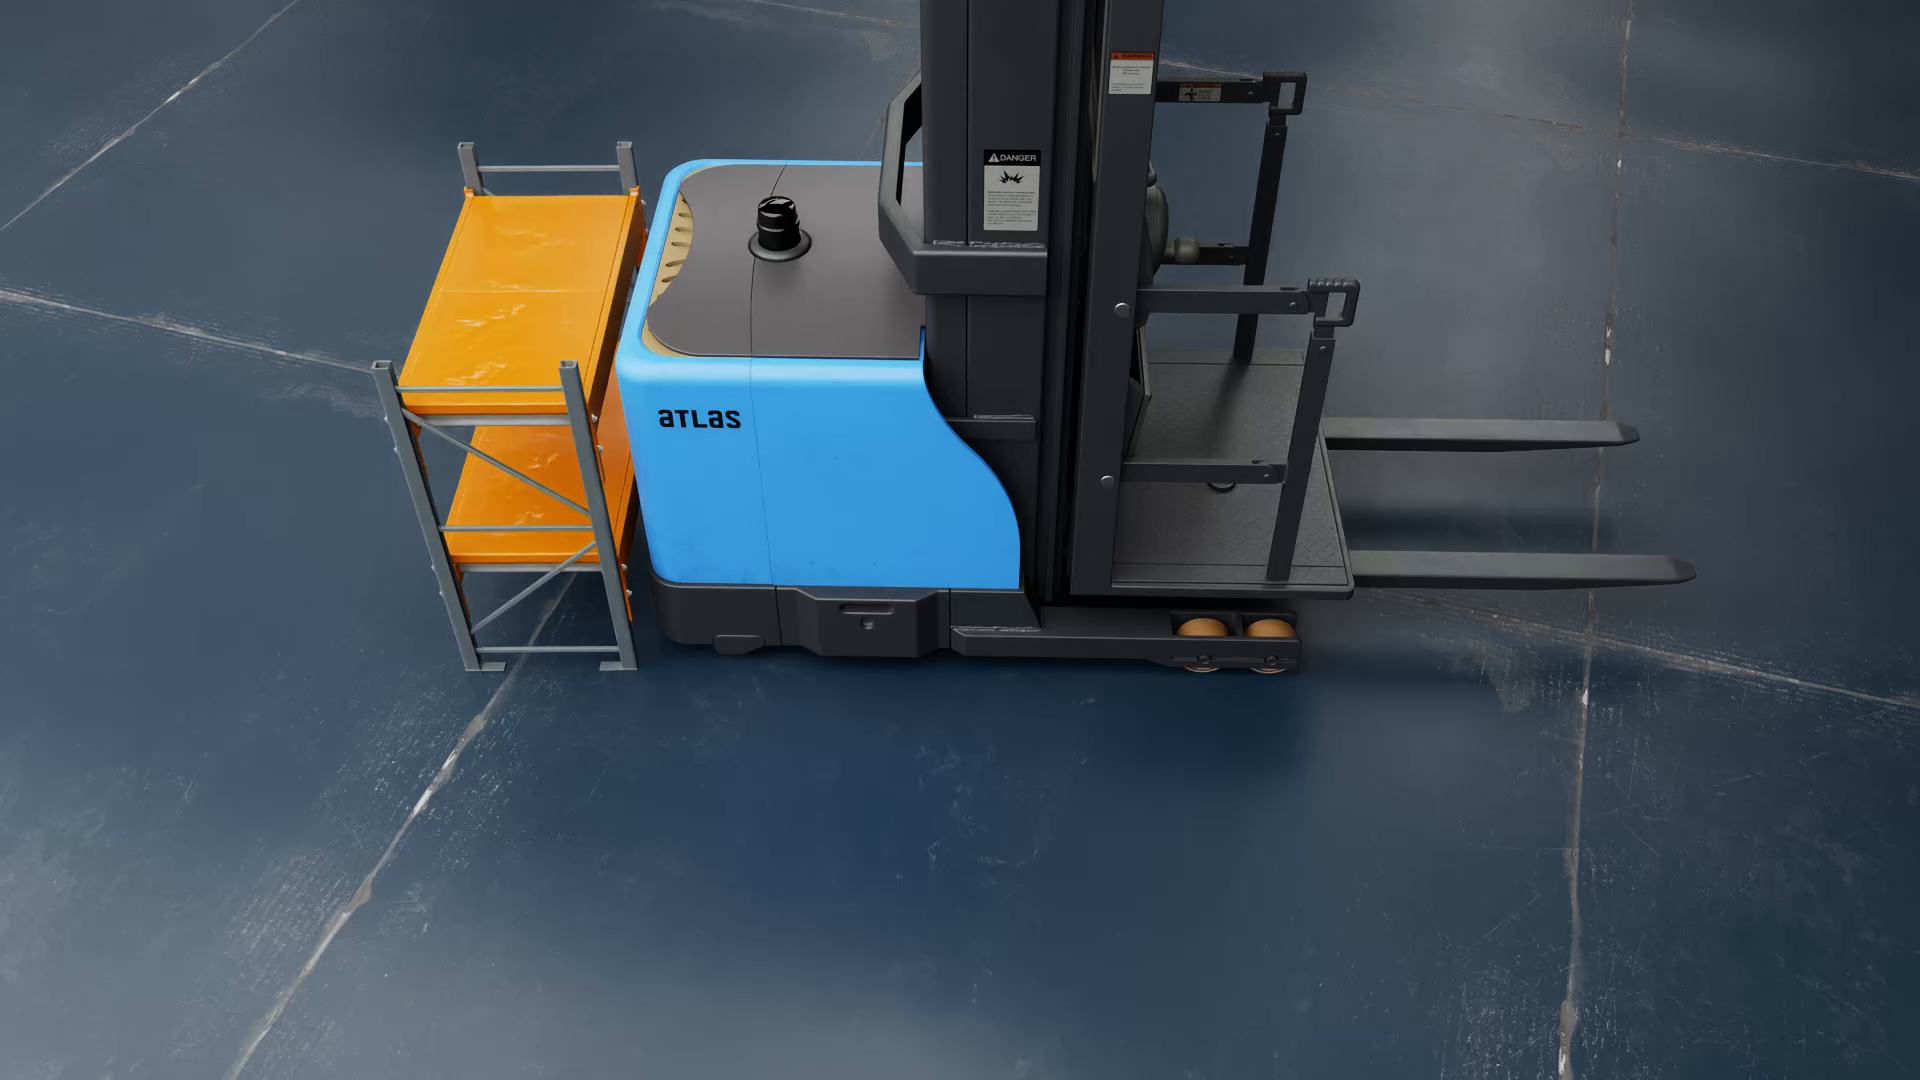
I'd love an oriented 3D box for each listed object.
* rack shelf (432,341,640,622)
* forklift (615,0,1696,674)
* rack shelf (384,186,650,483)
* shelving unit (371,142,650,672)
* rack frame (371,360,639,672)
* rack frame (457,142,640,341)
[{"bbox_3d":[-1.196,-0.210,5.010,0.538,0.278,1.000,0,44,0],"label":"rack shelf"},{"bbox_3d":[0.630,-1.037,4.215,3.031,2.935,1.130,1,44,1],"label":"forklift"},{"bbox_3d":[-1.196,-0.594,4.635,0.538,0.278,1.000,0,44,0],"label":"rack shelf"},{"bbox_3d":[-1.196,-0.385,4.839,0.538,1.125,1.048,0,44,0],"label":"shelving unit"},{"bbox_3d":[-1.192,-0.030,4.476,0.500,1.125,0.032,0,44,0],"label":"rack frame"},{"bbox_3d":[-1.200,-0.741,5.203,0.500,1.125,0.032,0,44,0],"label":"rack frame"}]
